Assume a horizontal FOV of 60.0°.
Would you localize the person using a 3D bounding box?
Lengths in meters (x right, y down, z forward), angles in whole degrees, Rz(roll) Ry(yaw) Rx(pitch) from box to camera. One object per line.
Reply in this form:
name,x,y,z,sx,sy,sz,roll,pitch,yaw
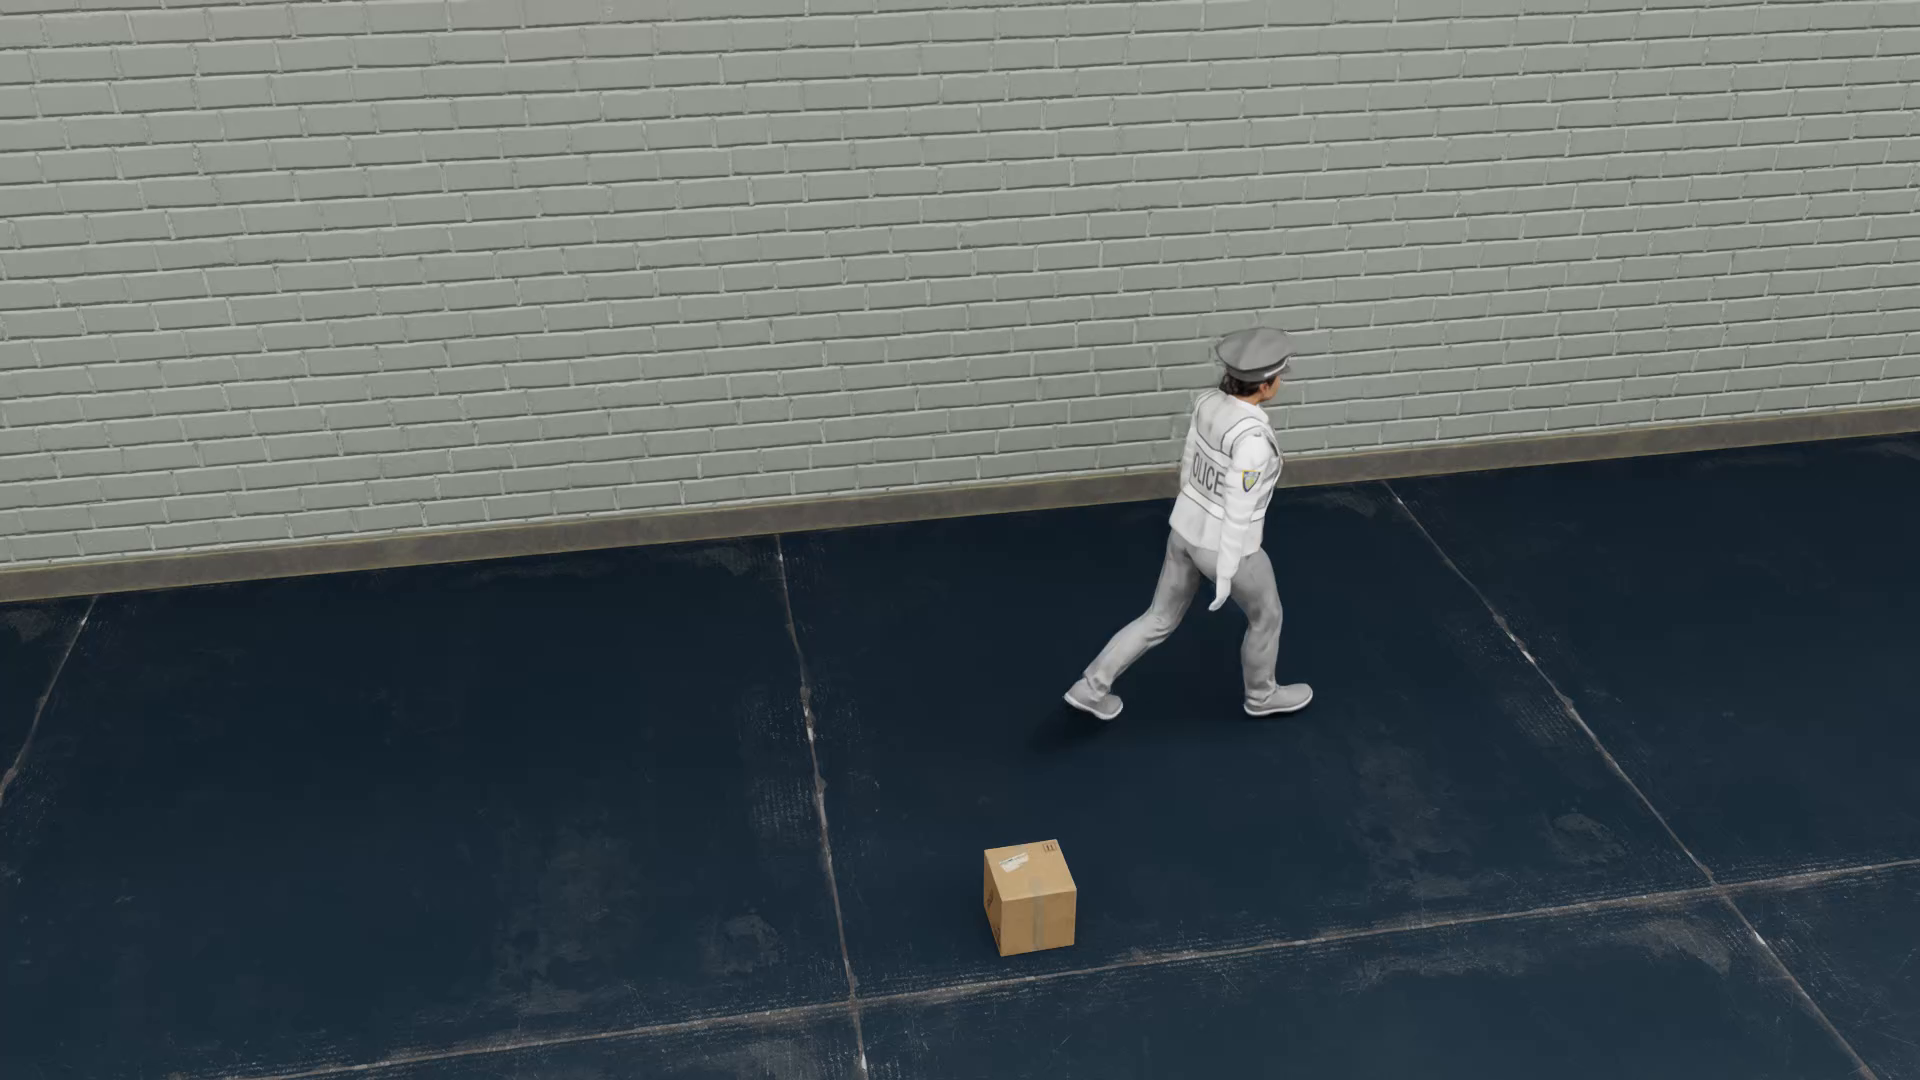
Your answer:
person,0.886,0.000,6.140,1.018,1.612,0.487,-13,33,-21
